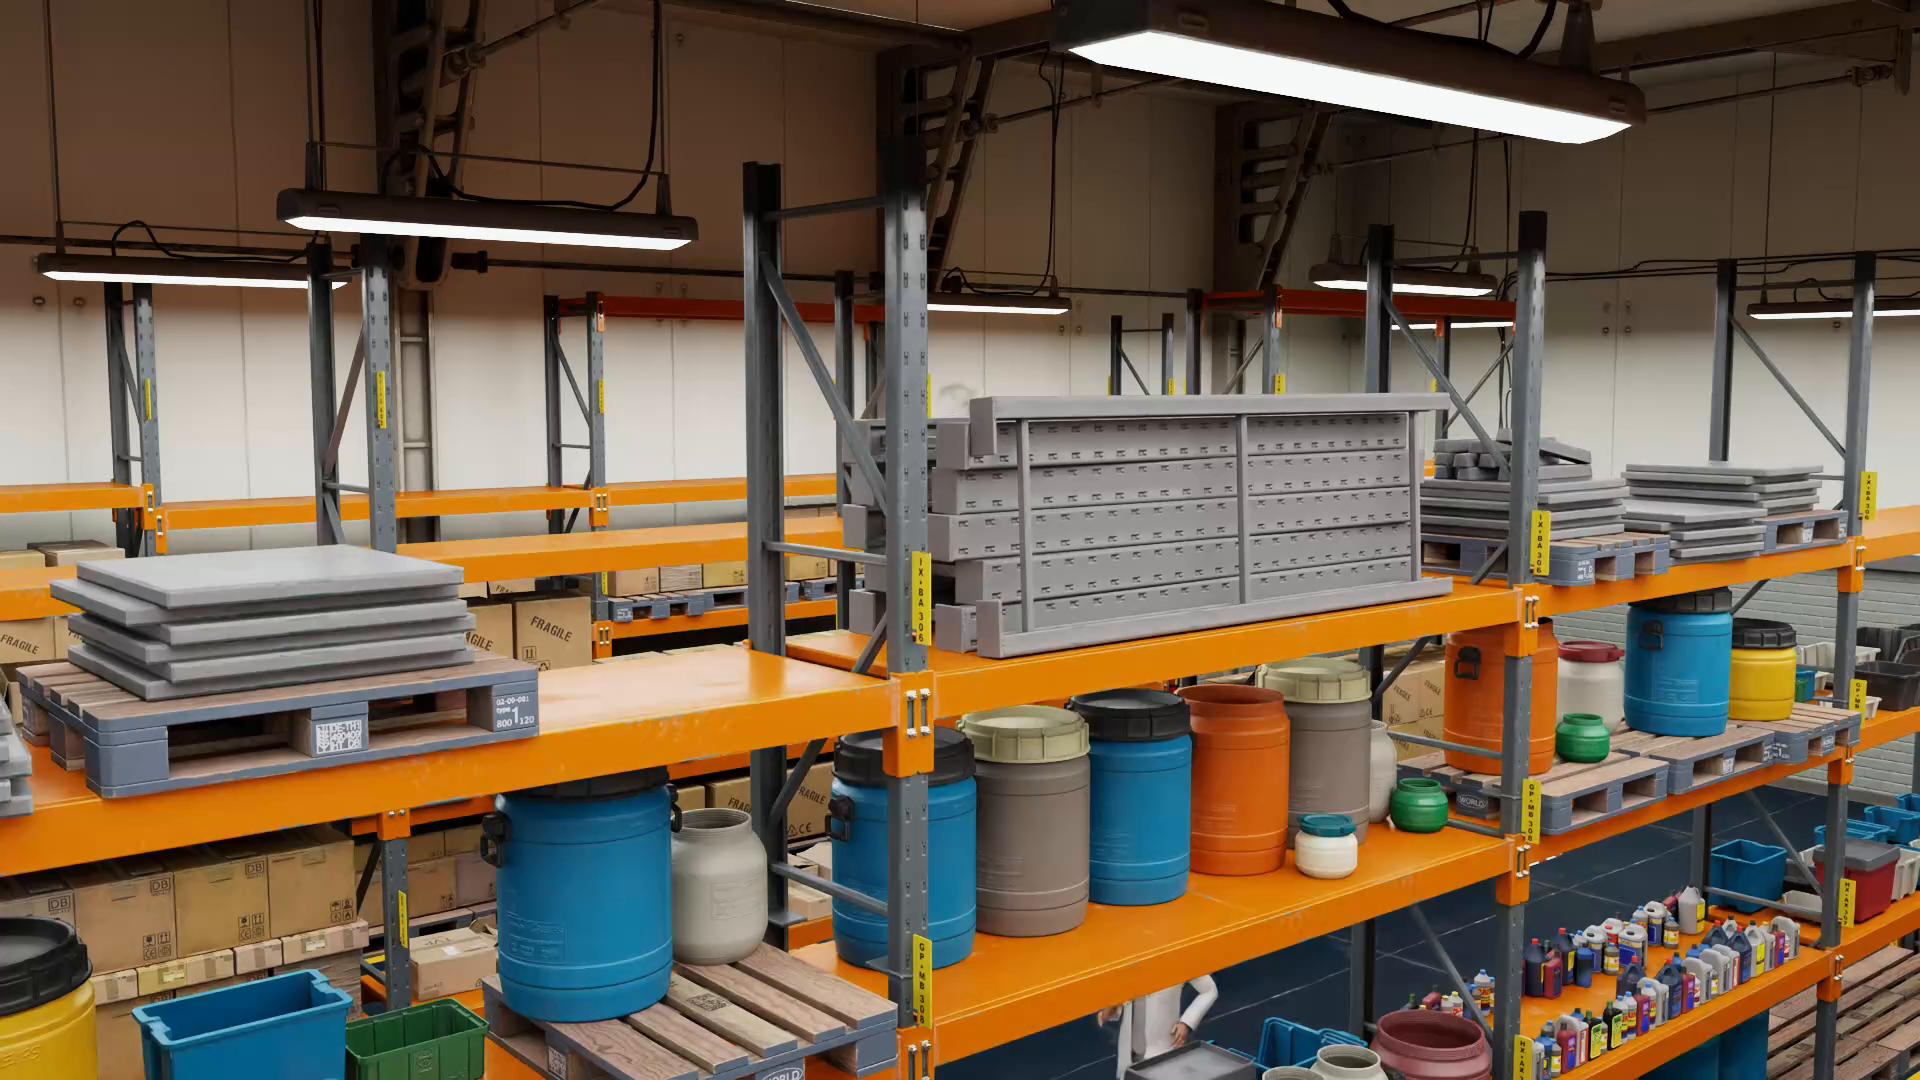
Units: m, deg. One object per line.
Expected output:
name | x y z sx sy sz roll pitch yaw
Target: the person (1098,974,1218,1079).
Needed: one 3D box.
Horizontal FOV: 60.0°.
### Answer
person | 1.253 3.254 10.720 0.710 1.771 0.993 5 7 41
